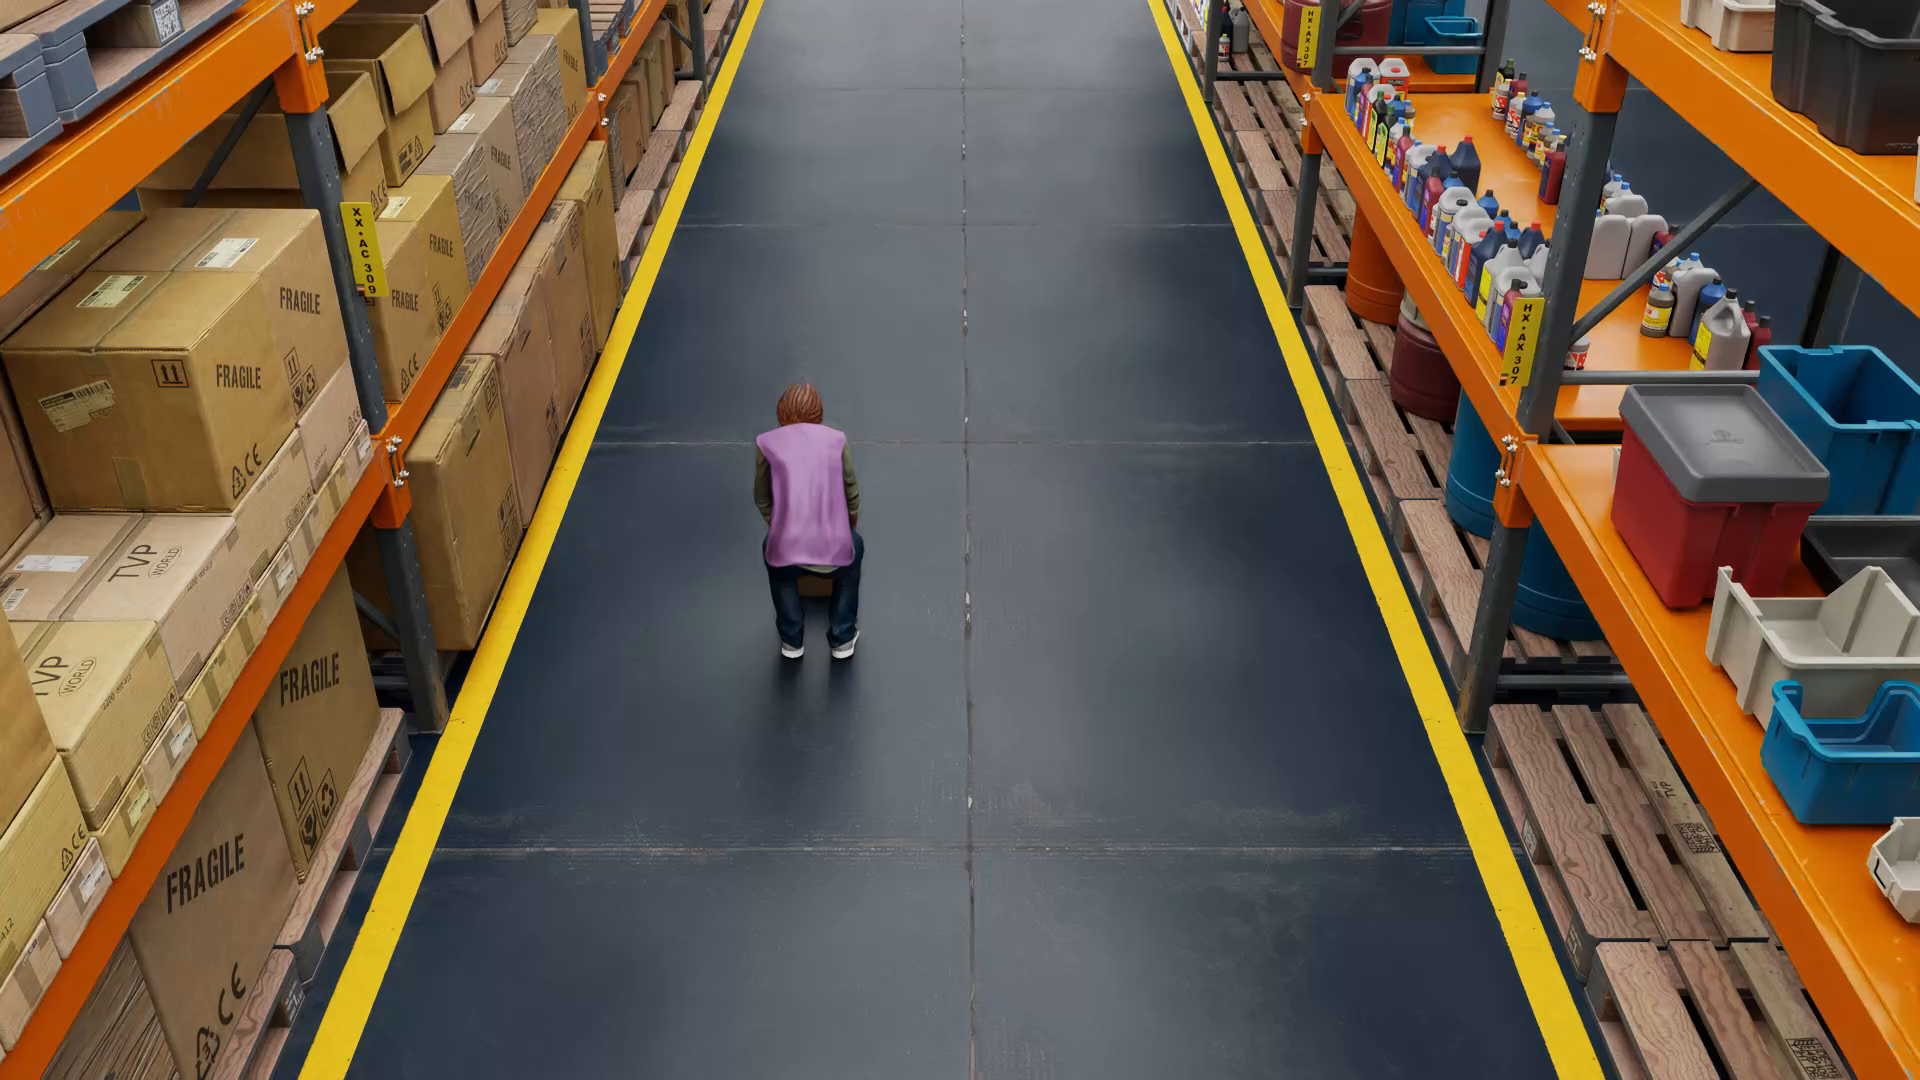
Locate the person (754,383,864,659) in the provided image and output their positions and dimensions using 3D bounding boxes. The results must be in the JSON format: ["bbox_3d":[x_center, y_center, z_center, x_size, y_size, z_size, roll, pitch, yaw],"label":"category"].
[{"bbox_3d":[-0.622,-0.031,6.763,0.458,0.999,0.768,0,32,0],"label":"person"}]
